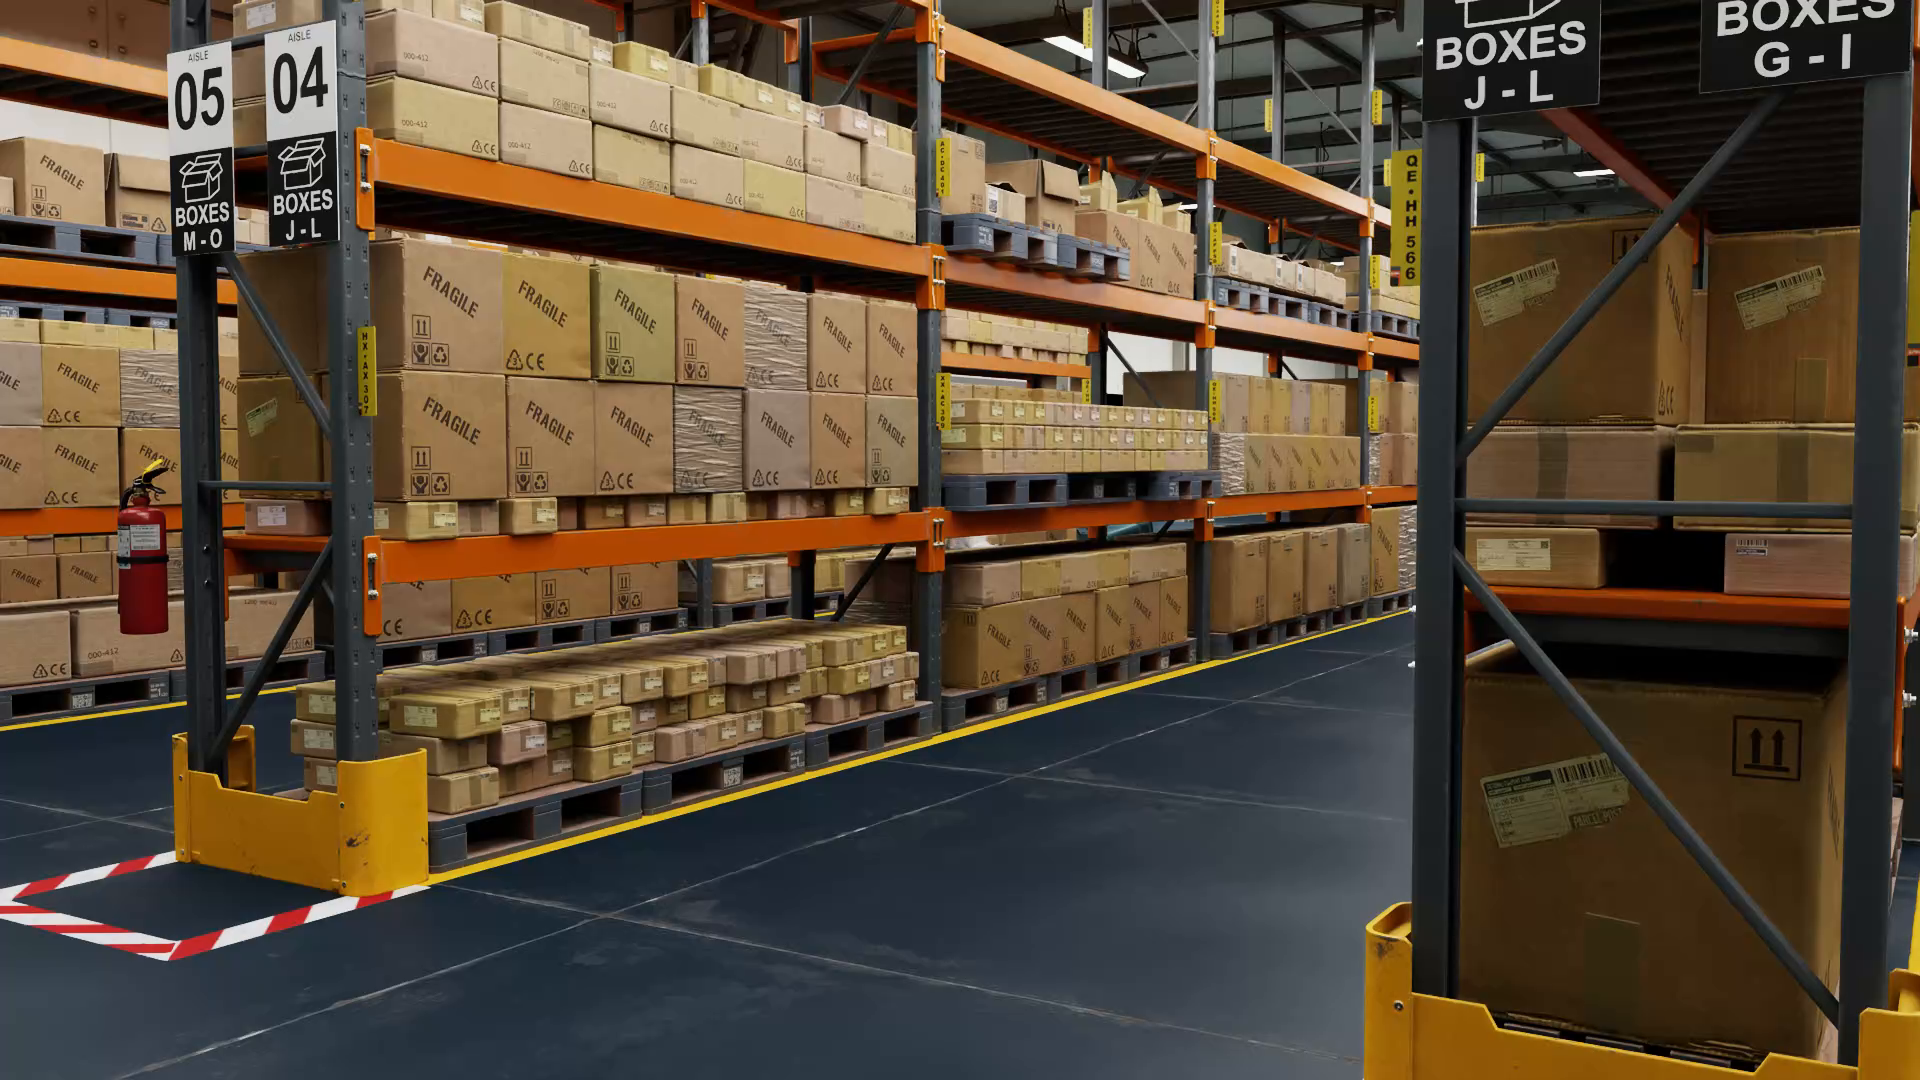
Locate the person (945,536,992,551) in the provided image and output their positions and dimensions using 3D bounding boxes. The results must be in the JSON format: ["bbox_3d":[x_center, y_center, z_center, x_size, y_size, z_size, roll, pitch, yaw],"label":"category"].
[{"bbox_3d":[-0.027,0.259,16.743,0.846,1.034,0.482,2,3,31],"label":"person"}]
